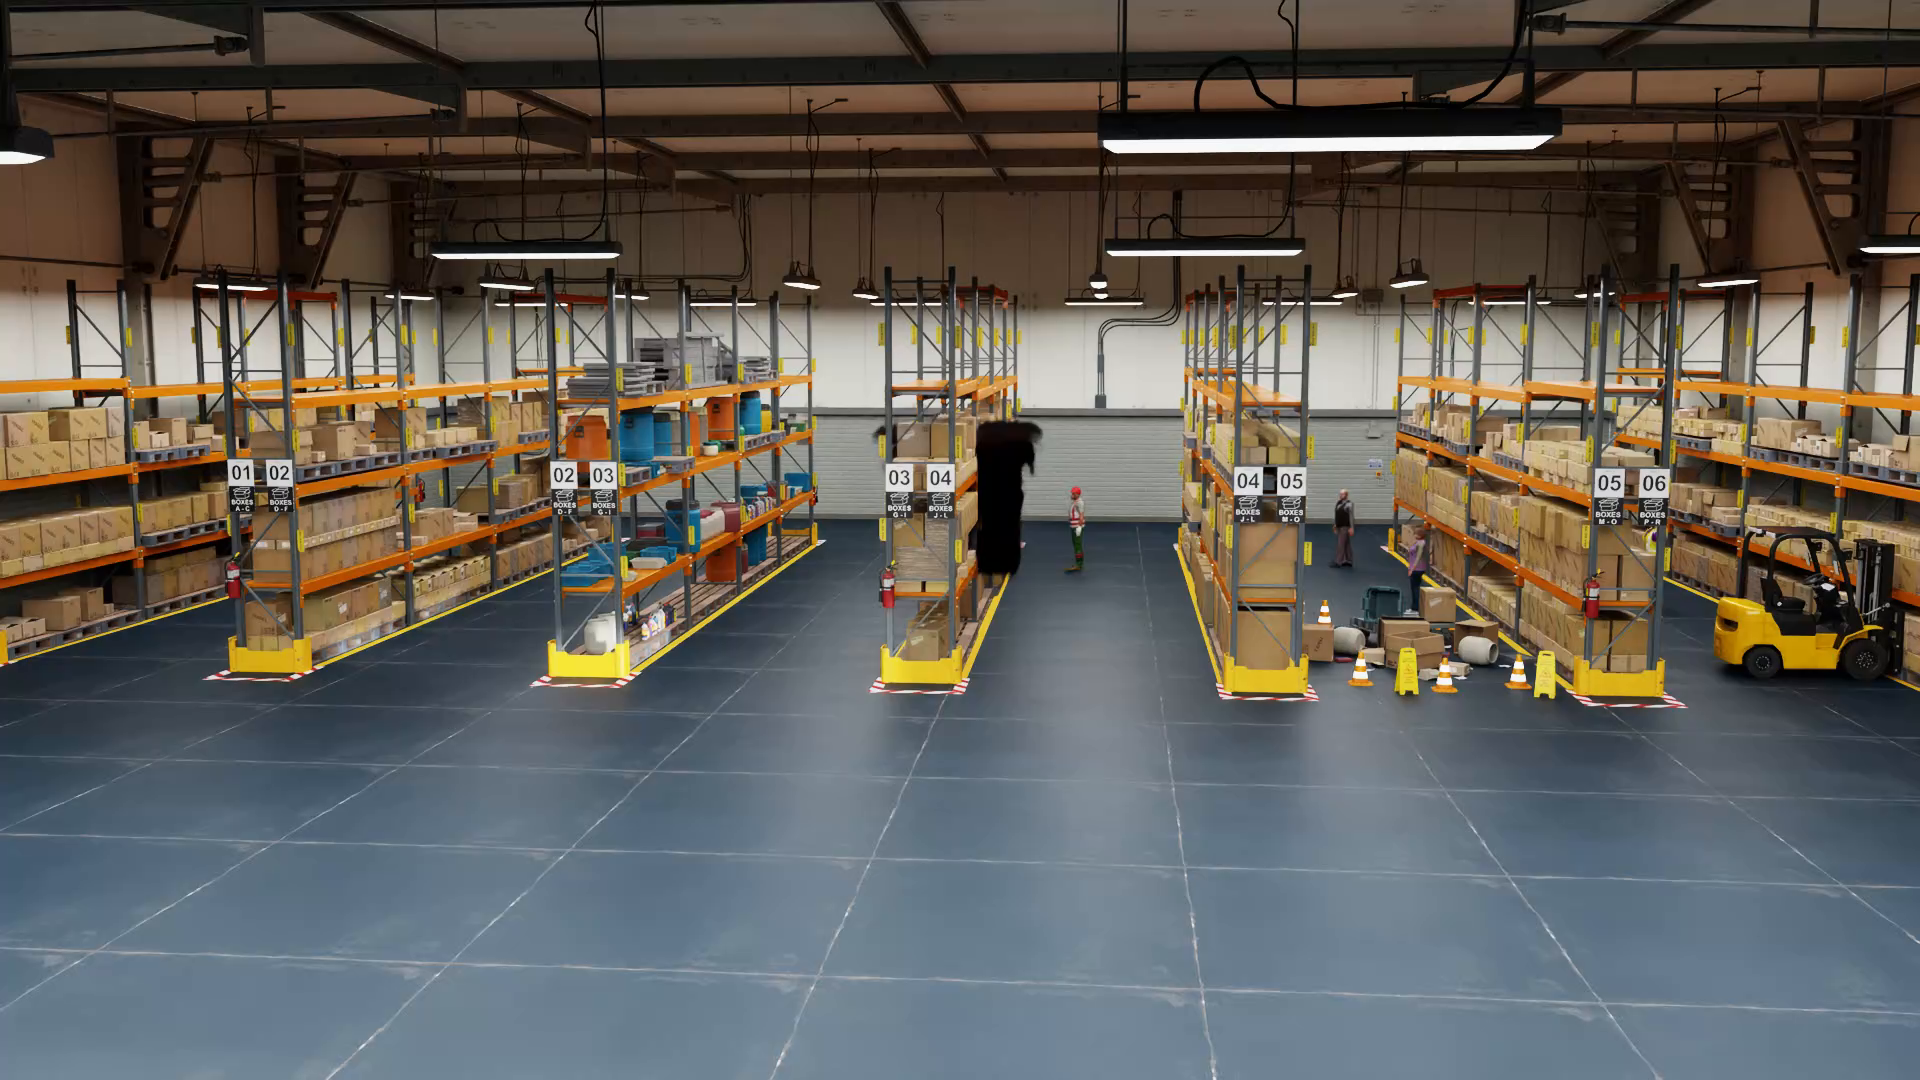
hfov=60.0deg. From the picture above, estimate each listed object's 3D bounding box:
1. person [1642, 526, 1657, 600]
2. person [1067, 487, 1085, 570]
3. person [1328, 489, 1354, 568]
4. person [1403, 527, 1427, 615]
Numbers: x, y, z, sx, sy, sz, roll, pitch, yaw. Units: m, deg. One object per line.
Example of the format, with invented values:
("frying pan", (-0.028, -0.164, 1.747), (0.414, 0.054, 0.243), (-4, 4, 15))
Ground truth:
("person", (12.975, 0.351, 31.169), (0.424, 1.771, 0.595), (3, 8, 26))
("person", (2.478, -0.260, 35.927), (0.401, 1.792, 0.637), (-2, 7, -13))
("person", (8.332, -0.261, 36.409), (0.625, 1.712, 0.571), (0, 7, 1))
("person", (8.244, 0.573, 30.068), (0.390, 1.627, 0.481), (4, 8, 32))
